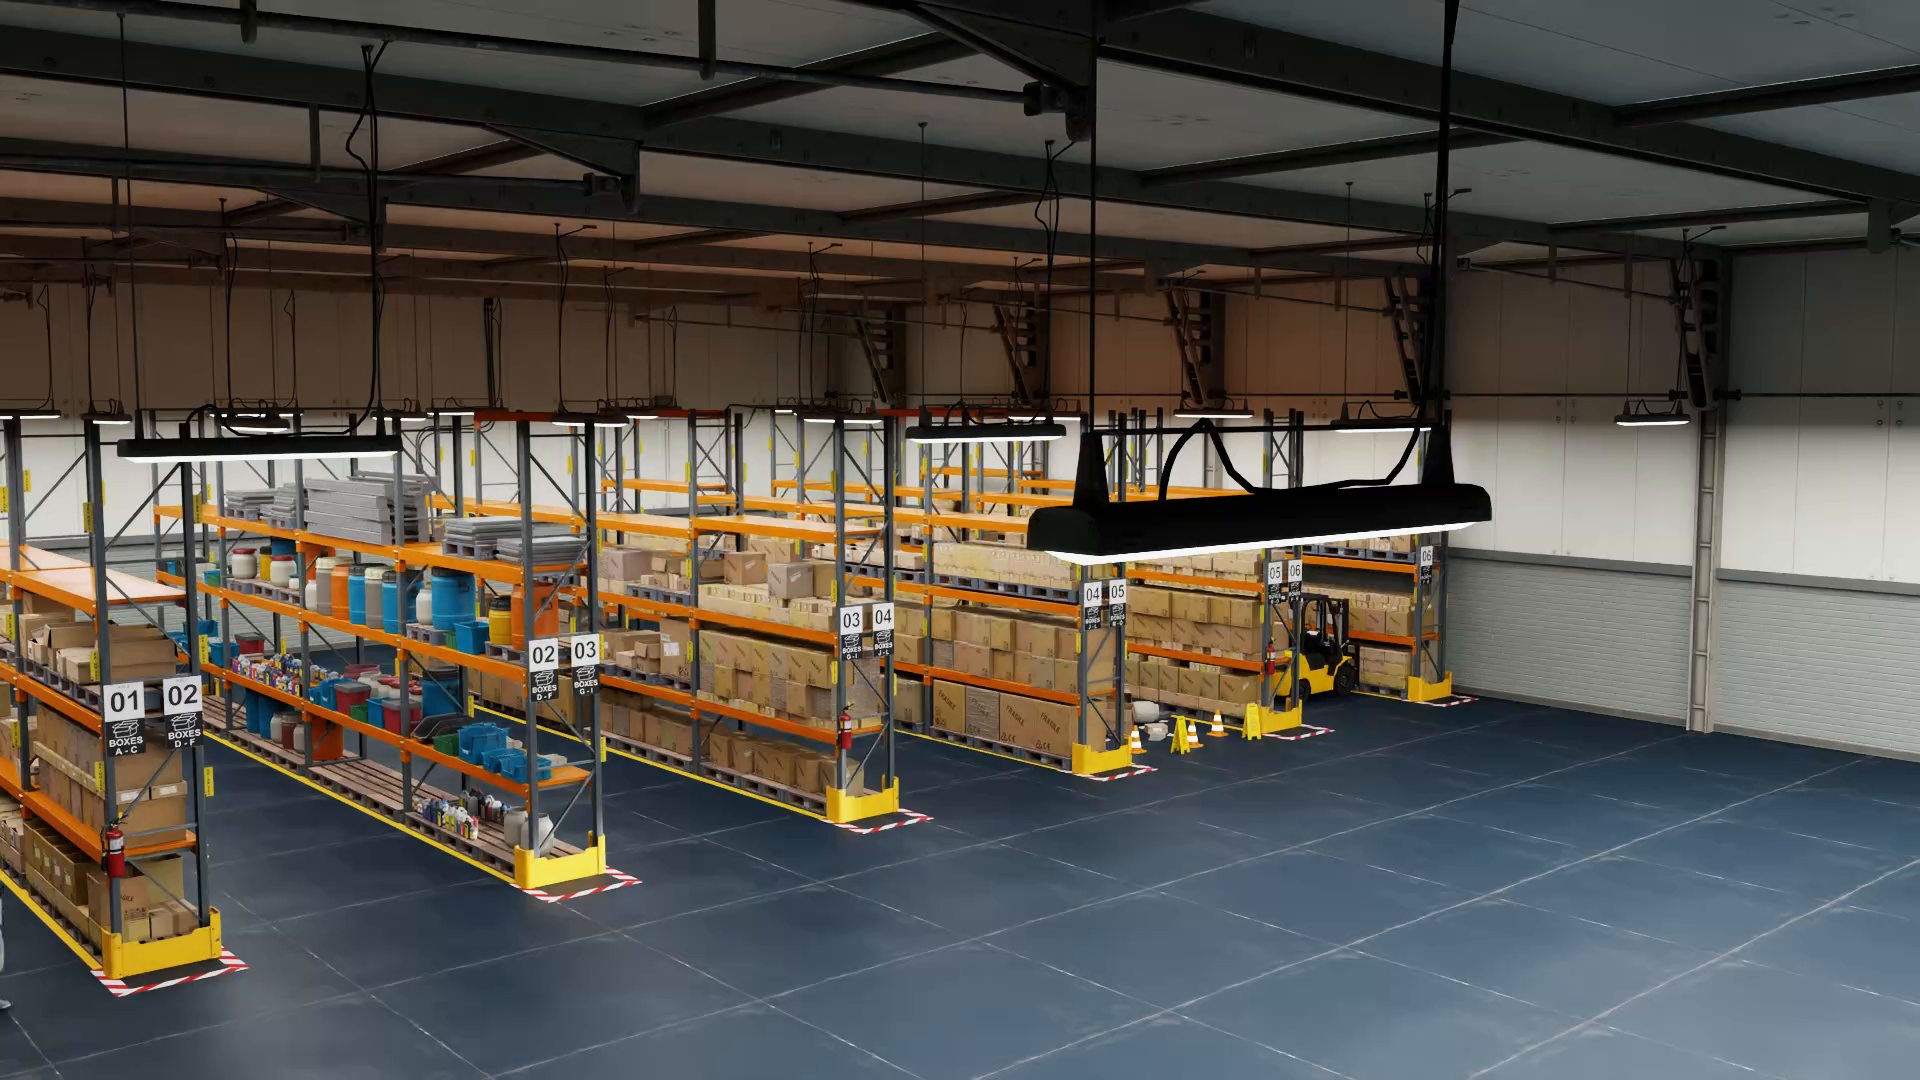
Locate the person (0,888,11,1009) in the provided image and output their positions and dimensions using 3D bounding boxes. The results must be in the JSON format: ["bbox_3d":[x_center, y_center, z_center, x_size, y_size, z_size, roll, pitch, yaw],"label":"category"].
[{"bbox_3d":[-10.044,3.952,16.990,0.521,1.752,0.575,0,5,-1],"label":"person"}]
